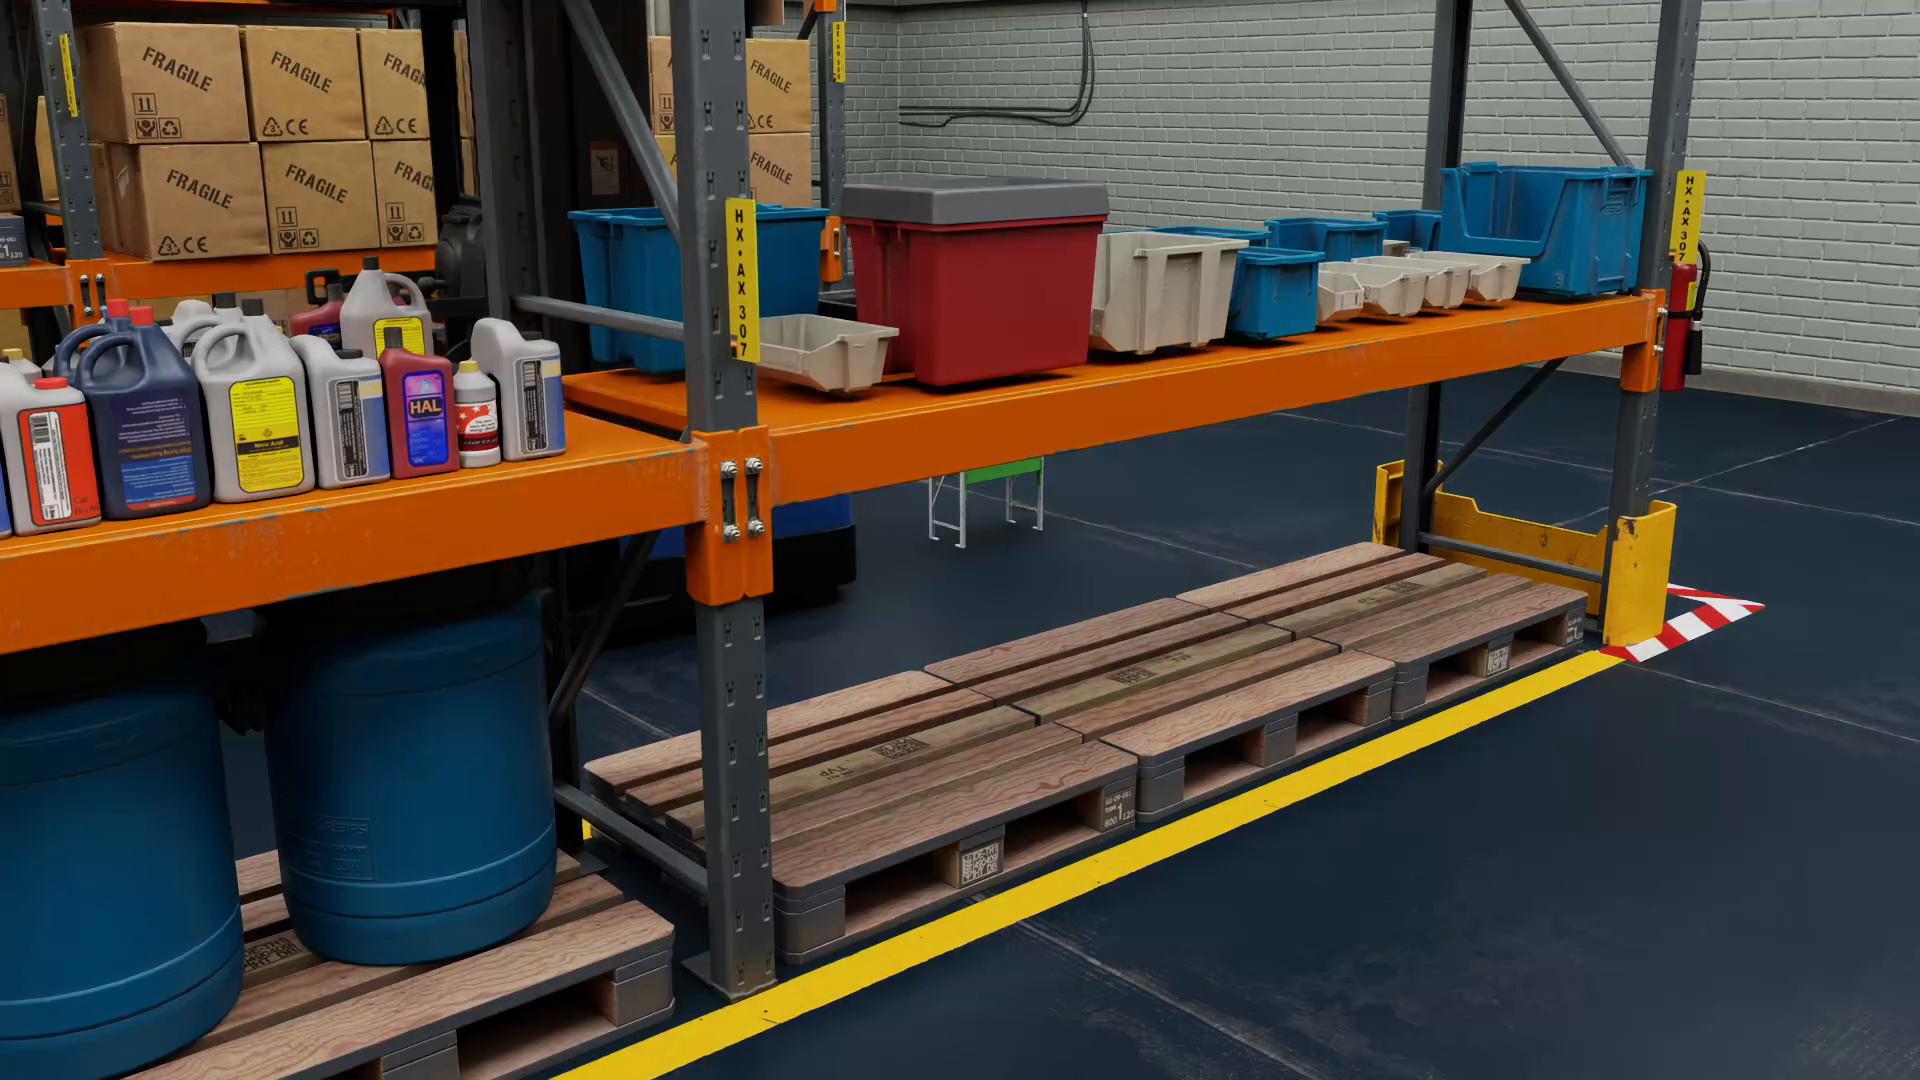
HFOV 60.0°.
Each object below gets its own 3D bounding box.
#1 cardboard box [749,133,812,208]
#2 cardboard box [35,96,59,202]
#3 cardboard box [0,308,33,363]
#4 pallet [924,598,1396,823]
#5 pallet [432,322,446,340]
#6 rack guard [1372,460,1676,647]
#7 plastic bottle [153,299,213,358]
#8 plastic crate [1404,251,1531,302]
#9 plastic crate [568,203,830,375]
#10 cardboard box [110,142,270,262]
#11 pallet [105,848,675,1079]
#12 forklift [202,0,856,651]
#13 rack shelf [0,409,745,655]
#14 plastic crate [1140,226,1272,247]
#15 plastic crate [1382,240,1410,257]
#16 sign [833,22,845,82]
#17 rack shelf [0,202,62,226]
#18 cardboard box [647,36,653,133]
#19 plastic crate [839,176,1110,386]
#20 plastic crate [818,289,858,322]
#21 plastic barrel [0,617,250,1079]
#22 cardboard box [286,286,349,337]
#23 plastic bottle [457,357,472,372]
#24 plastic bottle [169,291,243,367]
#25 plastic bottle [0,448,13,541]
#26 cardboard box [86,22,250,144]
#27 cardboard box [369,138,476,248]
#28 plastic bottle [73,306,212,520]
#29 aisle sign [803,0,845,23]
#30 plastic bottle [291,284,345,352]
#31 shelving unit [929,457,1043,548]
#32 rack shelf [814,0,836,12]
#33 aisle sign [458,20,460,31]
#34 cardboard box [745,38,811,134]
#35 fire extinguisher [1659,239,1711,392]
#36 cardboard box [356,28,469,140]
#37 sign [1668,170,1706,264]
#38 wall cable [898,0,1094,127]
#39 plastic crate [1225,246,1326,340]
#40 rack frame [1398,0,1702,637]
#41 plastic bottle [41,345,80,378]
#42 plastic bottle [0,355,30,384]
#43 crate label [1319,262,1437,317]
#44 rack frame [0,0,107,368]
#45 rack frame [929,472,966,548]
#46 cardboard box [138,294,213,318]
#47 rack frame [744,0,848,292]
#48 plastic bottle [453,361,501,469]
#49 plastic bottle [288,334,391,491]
[{"bbox_3d":[-1.190,-2.061,9.458,0.500,0.500,0.500,-12,19,-38],"label":"cardboard box"},{"bbox_3d":[-6.328,-2.783,11.777,0.700,0.700,0.980,-13,20,-41],"label":"cardboard box"},{"bbox_3d":[-6.671,-1.529,11.692,0.500,0.500,0.700,-12,19,-39],"label":"cardboard box"},{"bbox_3d":[0.651,0.509,5.436,1.213,0.211,1.003,-13,19,-39],"label":"pallet"},{"bbox_3d":[-4.837,-1.607,13.357,1.213,0.211,1.003,-13,19,-39],"label":"pallet"},{"bbox_3d":[2.228,0.025,6.688,0.348,0.500,1.175,-13,19,-39],"label":"rack guard"},{"bbox_3d":[-1.674,-0.372,3.572,0.135,0.276,0.152,-13,19,-39],"label":"plastic bottle"},{"bbox_3d":[1.722,-0.904,5.718,0.243,0.136,0.396,-13,19,-39],"label":"plastic crate"},{"bbox_3d":[-0.671,-0.665,4.343,0.575,0.384,0.392,-13,19,-39],"label":"plastic crate"},{"bbox_3d":[-3.485,-1.545,7.528,0.500,0.500,0.500,-12,19,-38],"label":"cardboard box"},{"bbox_3d":[-1.409,0.971,3.705,1.213,0.211,1.003,-13,19,-39],"label":"pallet"},{"bbox_3d":[-1.927,-1.066,6.060,3.031,2.935,1.130,-10,18,-34],"label":"forklift"},{"bbox_3d":[-2.308,0.188,2.628,4.000,0.370,1.077,-13,19,-39],"label":"rack shelf"},{"bbox_3d":[0.823,-0.924,5.603,0.300,0.233,0.416,-13,19,-39],"label":"plastic crate"},{"bbox_3d":[1.520,-1.062,6.307,0.298,0.136,0.250,-13,19,-39],"label":"plastic crate"},{"bbox_3d":[-0.681,-2.742,9.346,0.005,0.325,0.100,-13,19,-39],"label":"sign"},{"bbox_3d":[-5.794,-2.419,12.386,4.000,0.370,1.077,-13,19,-39],"label":"rack shelf"},{"bbox_3d":[-1.954,-2.369,8.675,0.500,0.500,0.500,-12,19,-38],"label":"cardboard box"},{"bbox_3d":[0.039,-0.661,4.171,0.583,0.464,0.402,-13,19,-39],"label":"plastic crate"},{"bbox_3d":[-0.131,-0.637,4.737,0.590,0.125,0.437,-13,19,-39],"label":"plastic crate"},{"bbox_3d":[-1.755,0.521,3.239,0.708,0.901,0.600,-13,19,-39],"label":"plastic barrel"},{"bbox_3d":[-5.125,-1.877,12.996,0.500,0.500,0.700,-13,20,-40],"label":"cardboard box"},{"bbox_3d":[-0.980,-0.294,3.423,0.097,0.201,0.097,0,15,0],"label":"plastic bottle"},{"bbox_3d":[-1.372,-0.283,3.094,0.185,0.351,0.144,-13,19,-39],"label":"plastic bottle"},{"bbox_3d":[-1.642,-0.139,2.698,0.135,0.276,0.152,-13,19,-39],"label":"plastic bottle"},{"bbox_3d":[-3.508,-2.020,7.368,0.500,0.500,0.500,-12,19,-38],"label":"cardboard box"},{"bbox_3d":[-2.721,-1.717,8.171,0.500,0.500,0.500,-13,20,-40],"label":"cardboard box"},{"bbox_3d":[-1.417,-0.224,2.872,0.185,0.351,0.144,-13,19,-39],"label":"plastic bottle"},{"bbox_3d":[-0.778,-3.349,9.438,0.004,0.787,0.394,-13,19,-39],"label":"aisle sign"},{"bbox_3d":[-1.456,-0.441,3.813,0.133,0.283,0.061,-13,19,-39],"label":"plastic bottle"},{"bbox_3d":[0.125,-0.608,7.700,0.503,1.200,0.258,-13,19,-39],"label":"shelving unit"},{"bbox_3d":[-2.539,-2.904,8.391,4.000,0.370,1.077,-13,19,-39],"label":"rack shelf"},{"bbox_3d":[-4.034,-4.315,13.053,0.004,0.787,0.394,-13,19,-39],"label":"aisle sign"},{"bbox_3d":[-1.186,-2.544,9.329,0.500,0.500,0.500,-13,20,-40],"label":"cardboard box"},{"bbox_3d":[2.630,-0.896,6.163,0.183,0.674,0.296,-13,19,-39],"label":"fire extinguisher"},{"bbox_3d":[-2.731,-2.194,8.022,0.500,0.500,0.500,-13,20,-41],"label":"cardboard box"},{"bbox_3d":[2.592,-1.151,5.929,0.005,0.325,0.100,-13,19,-39],"label":"sign"},{"bbox_3d":[0.216,-5.392,16.514,0.112,2.526,3.097,-13,19,-39],"label":"wall cable"},{"bbox_3d":[0.837,-0.726,4.865,0.300,0.233,0.416,-13,19,-39],"label":"plastic crate"},{"bbox_3d":[2.218,-1.176,6.341,0.127,3.000,1.000,-13,19,-39],"label":"rack frame"},{"bbox_3d":[-1.853,-0.306,3.466,0.097,0.201,0.097,0,15,0],"label":"plastic bottle"},{"bbox_3d":[-1.636,-0.181,2.863,0.097,0.271,0.097,0,15,0],"label":"plastic bottle"},{"bbox_3d":[1.300,-0.806,5.350,0.243,0.136,0.396,-13,19,-39],"label":"crate label"},{"bbox_3d":[-4.048,-1.464,7.417,0.127,3.000,1.000,-13,19,-39],"label":"rack frame"},{"bbox_3d":[-0.059,-0.566,7.545,0.015,1.200,0.240,-13,19,-39],"label":"rack frame"},{"bbox_3d":[-5.901,-1.700,12.333,0.500,0.500,0.700,-12,19,-38],"label":"cardboard box"},{"bbox_3d":[-1.030,-2.141,9.953,0.127,3.000,1.000,-13,19,-39],"label":"rack frame"},{"bbox_3d":[-0.954,-0.248,3.251,0.097,0.201,0.097,0,15,0],"label":"plastic bottle"},{"bbox_3d":[-1.160,-0.247,3.103,0.135,0.276,0.152,-13,19,-39],"label":"plastic bottle"}]
